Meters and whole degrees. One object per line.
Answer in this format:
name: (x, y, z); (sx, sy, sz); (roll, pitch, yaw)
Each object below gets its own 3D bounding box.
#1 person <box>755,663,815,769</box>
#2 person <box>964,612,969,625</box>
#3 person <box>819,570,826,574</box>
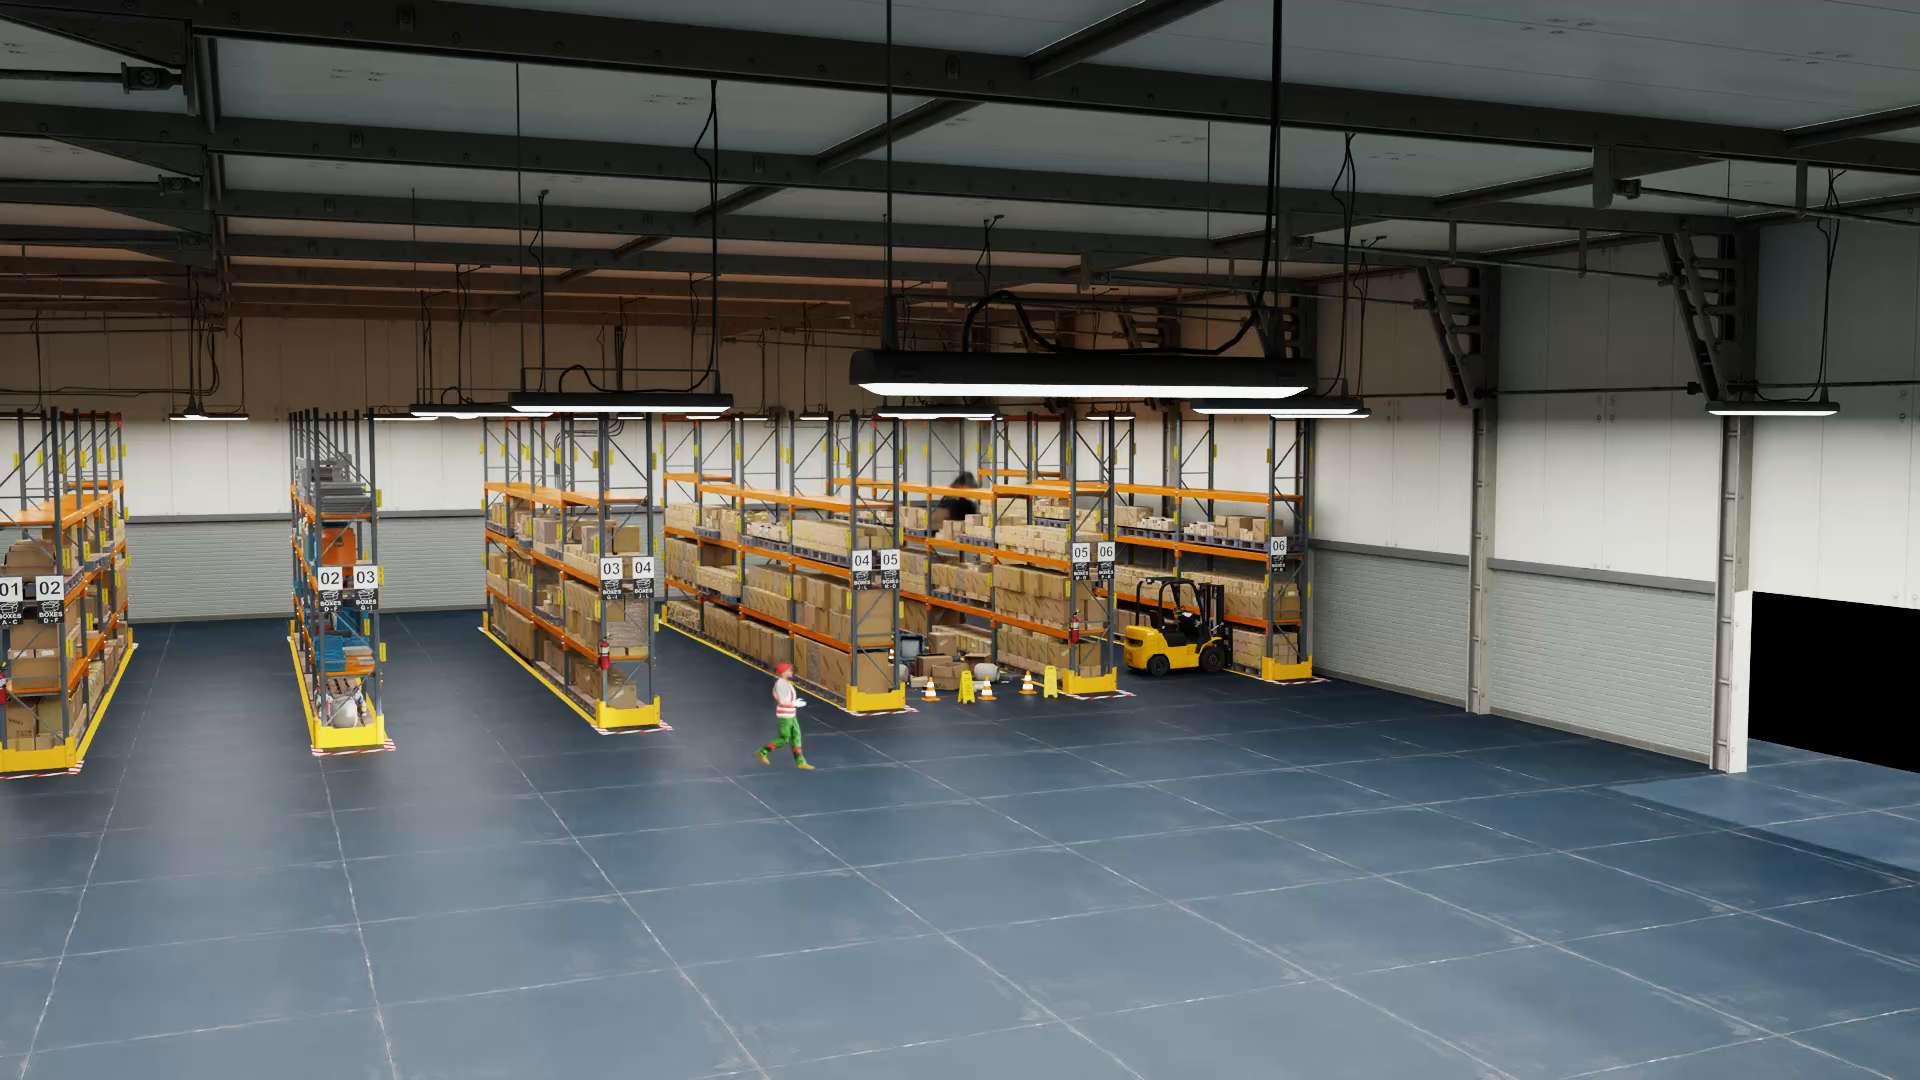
person: (-2.878, 2.903, 27.337); (0.977, 1.782, 0.658); (0, 4, 1)
person: (0.138, 1.660, 46.529); (0.571, 1.607, 0.554); (-2, 4, -27)
person: (-4.152, 1.324, 51.273); (0.785, 1.693, 0.697); (0, 4, -2)
